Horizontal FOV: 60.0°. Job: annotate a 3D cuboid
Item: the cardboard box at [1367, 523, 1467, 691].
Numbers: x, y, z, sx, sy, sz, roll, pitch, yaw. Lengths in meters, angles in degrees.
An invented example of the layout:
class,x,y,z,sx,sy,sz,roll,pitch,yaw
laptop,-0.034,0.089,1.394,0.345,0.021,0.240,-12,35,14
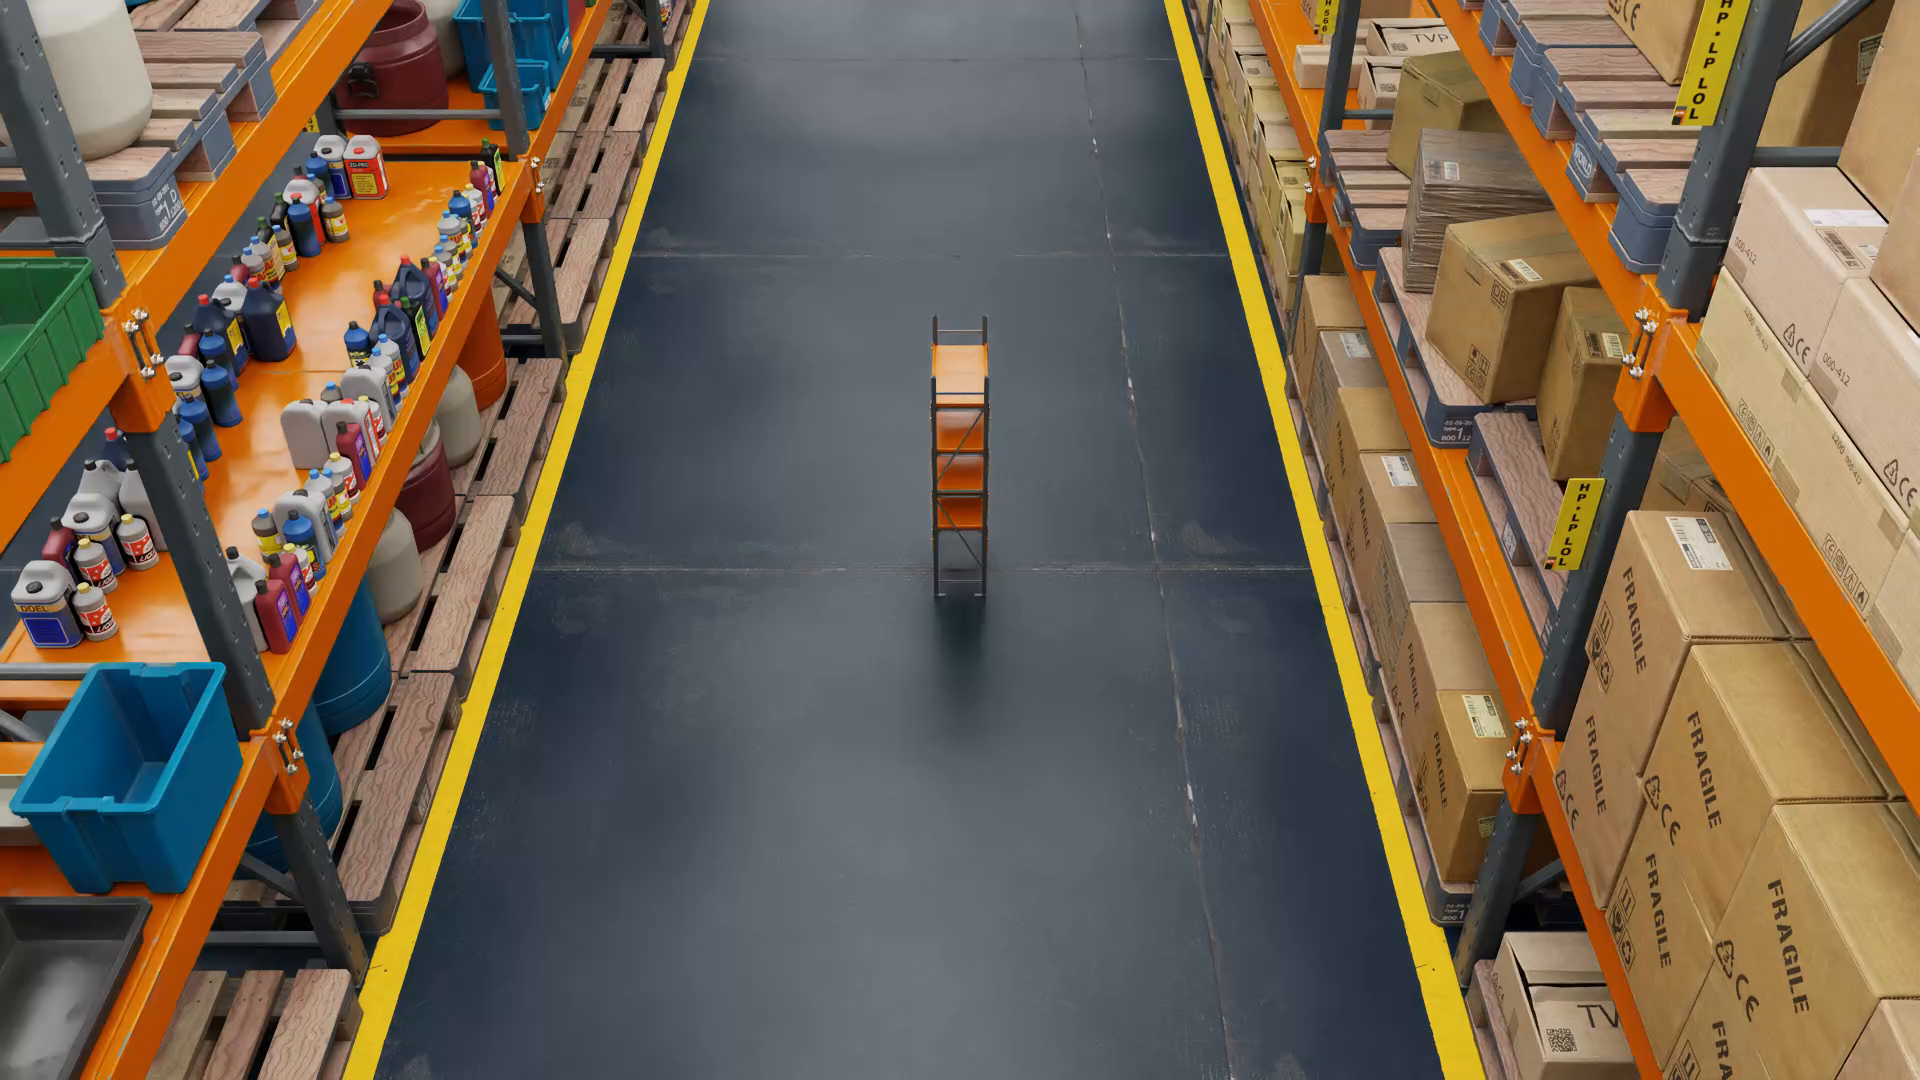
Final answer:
class,x,y,z,sx,sy,sz,roll,pitch,yaw
cardboard box,2.019,0.280,6.895,0.500,0.500,0.500,0,39,1

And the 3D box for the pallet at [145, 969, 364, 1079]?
class,x,y,z,sx,sy,sz,roll,pitch,yaw
pallet,-2.615,1.956,5.386,1.003,0.211,1.213,0,39,0

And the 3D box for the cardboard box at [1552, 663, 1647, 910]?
class,x,y,z,sx,sy,sz,roll,pitch,yaw
cardboard box,2.027,0.687,4.660,0.500,0.500,0.500,1,39,1

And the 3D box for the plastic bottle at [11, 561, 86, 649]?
class,x,y,z,sx,sy,sz,roll,pitch,yaw
plastic bottle,-2.978,0.210,5.433,0.152,0.276,0.135,0,39,0

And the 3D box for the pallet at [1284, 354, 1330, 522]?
class,x,y,z,sx,sy,sz,roll,pitch,yaw
pallet,2.257,-0.539,8.500,1.003,0.211,1.213,0,39,0

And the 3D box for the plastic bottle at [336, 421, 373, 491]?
class,x,y,z,sx,sy,sz,roll,pitch,yaw
plastic bottle,-2.229,-0.331,6.103,0.061,0.283,0.133,0,39,0

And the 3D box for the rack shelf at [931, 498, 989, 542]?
class,x,y,z,sx,sy,sz,roll,pitch,yaw
rack shelf,0.000,-0.157,7.657,0.258,0.148,0.480,0,39,0

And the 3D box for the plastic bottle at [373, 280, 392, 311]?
class,x,y,z,sx,sy,sz,roll,pitch,yaw
plastic bottle,-2.375,-0.964,6.894,0.061,0.283,0.133,0,39,0

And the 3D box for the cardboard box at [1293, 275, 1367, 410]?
class,x,y,z,sx,sy,sz,roll,pitch,yaw
cardboard box,2.009,-1.006,8.499,0.500,0.500,0.500,2,39,2

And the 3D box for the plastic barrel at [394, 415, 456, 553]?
class,x,y,z,sx,sy,sz,roll,pitch,yaw
plastic barrel,-2.640,-0.304,7.569,0.600,0.588,0.708,0,39,0

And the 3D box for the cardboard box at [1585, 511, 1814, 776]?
class,x,y,z,sx,sy,sz,roll,pitch,yaw
cardboard box,2.018,0.273,4.377,0.500,0.500,0.500,1,39,1

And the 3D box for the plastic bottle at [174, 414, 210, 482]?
class,x,y,z,sx,sy,sz,roll,pitch,yaw
plastic bottle,-2.855,-0.343,6.128,0.097,0.271,0.097,0,39,0

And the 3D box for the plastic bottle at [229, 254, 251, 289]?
class,x,y,z,sx,sy,sz,roll,pitch,yaw
plastic bottle,-3.026,-1.054,7.006,0.061,0.283,0.133,0,39,0

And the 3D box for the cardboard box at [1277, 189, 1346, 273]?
class,x,y,z,sx,sy,sz,roll,pitch,yaw
cardboard box,2.047,-1.731,9.172,0.500,0.311,0.500,1,39,1

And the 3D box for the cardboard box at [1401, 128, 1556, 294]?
class,x,y,z,sx,sy,sz,roll,pitch,yaw
cardboard box,2.218,-1.331,6.843,0.700,0.500,0.500,7,39,8

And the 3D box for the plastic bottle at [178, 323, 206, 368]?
class,x,y,z,sx,sy,sz,roll,pitch,yaw
plastic bottle,-3.026,-0.710,6.576,0.061,0.283,0.133,0,39,0

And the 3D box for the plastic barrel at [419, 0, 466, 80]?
class,x,y,z,sx,sy,sz,roll,pitch,yaw
plastic barrel,-2.874,-2.780,8.976,0.421,0.512,0.421,0,39,0

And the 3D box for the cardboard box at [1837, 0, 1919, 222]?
class,x,y,z,sx,sy,sz,roll,pitch,yaw
cardboard box,2.338,-0.889,3.428,0.700,0.500,0.500,0,39,0

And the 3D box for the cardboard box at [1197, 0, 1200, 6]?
class,x,y,z,sx,sy,sz,roll,pitch,yaw
cardboard box,2.080,-4.289,12.812,0.500,0.250,0.500,0,39,0

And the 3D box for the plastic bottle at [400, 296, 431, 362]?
class,x,y,z,sx,sy,sz,roll,pitch,yaw
plastic bottle,-2.230,-0.881,6.790,0.061,0.283,0.133,0,39,0

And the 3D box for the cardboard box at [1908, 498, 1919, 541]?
class,x,y,z,sx,sy,sz,roll,pitch,yaw
cardboard box,2.042,0.030,2.881,0.500,0.250,0.500,0,39,0

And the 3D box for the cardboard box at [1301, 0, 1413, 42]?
class,x,y,z,sx,sy,sz,roll,pitch,yaw
cardboard box,2.276,-3.183,9.488,0.500,0.500,0.500,-2,39,-2

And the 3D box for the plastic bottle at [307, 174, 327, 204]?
class,x,y,z,sx,sy,sz,roll,pitch,yaw
plastic bottle,-3.009,-1.611,7.766,0.097,0.201,0.097,0,39,0

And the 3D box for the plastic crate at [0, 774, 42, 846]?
class,x,y,z,sx,sy,sz,roll,pitch,yaw
plastic crate,-2.797,0.779,4.788,0.396,0.136,0.243,0,39,0

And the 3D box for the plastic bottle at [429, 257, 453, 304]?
class,x,y,z,sx,sy,sz,roll,pitch,yaw
plastic bottle,-2.249,-1.120,7.154,0.097,0.201,0.097,0,39,0

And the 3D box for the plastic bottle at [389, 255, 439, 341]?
class,x,y,z,sx,sy,sz,roll,pitch,yaw
plastic bottle,-2.272,-1.007,6.893,0.144,0.351,0.185,0,39,0

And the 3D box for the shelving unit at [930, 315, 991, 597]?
class,x,y,z,sx,sy,sz,roll,pitch,yaw
shelving unit,0.000,-0.365,7.491,0.258,1.200,0.503,0,39,0

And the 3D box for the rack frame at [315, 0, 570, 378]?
class,x,y,z,sx,sy,sz,roll,pitch,yaw
rack frame,-2.659,-2.093,8.209,1.000,3.000,0.127,0,39,0

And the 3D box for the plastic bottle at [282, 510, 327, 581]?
class,x,y,z,sx,sy,sz,roll,pitch,yaw
plastic bottle,-2.247,0.012,5.684,0.097,0.271,0.097,0,39,0

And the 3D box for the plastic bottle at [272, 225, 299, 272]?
class,x,y,z,sx,sy,sz,roll,pitch,yaw
plastic bottle,-3.008,-1.299,7.377,0.097,0.201,0.097,0,39,0

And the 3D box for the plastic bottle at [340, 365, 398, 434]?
class,x,y,z,sx,sy,sz,roll,pitch,yaw
plastic bottle,-2.275,-0.557,6.391,0.152,0.276,0.135,0,39,0

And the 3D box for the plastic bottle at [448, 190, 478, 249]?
class,x,y,z,sx,sy,sz,roll,pitch,yaw
plastic bottle,-2.250,-1.452,7.512,0.097,0.271,0.097,0,39,0

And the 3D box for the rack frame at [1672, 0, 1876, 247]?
class,x,y,z,sx,sy,sz,roll,pitch,yaw
rack frame,2.299,-1.934,3.213,1.000,3.000,0.127,0,39,0

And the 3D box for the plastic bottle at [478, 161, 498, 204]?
class,x,y,z,sx,sy,sz,roll,pitch,yaw
plastic bottle,-2.250,-1.691,7.866,0.097,0.201,0.097,0,39,0

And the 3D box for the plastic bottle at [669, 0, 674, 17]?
class,x,y,z,sx,sy,sz,roll,pitch,yaw
plastic bottle,-2.254,-4.105,12.546,0.152,0.276,0.135,1,39,2

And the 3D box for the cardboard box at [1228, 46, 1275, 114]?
class,x,y,z,sx,sy,sz,roll,pitch,yaw
cardboard box,2.038,-3.010,10.768,0.500,0.311,0.500,-1,39,-2

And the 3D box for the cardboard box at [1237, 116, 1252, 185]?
class,x,y,z,sx,sy,sz,roll,pitch,yaw
cardboard box,2.045,-2.473,10.545,0.500,0.250,0.500,1,39,1

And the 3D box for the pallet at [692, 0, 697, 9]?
class,x,y,z,sx,sy,sz,roll,pitch,yaw
pallet,-2.627,-4.691,13.681,1.003,0.211,1.213,0,39,0

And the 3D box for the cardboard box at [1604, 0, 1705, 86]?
class,x,y,z,sx,sy,sz,roll,pitch,yaw
cardboard box,2.348,-1.738,4.872,0.600,0.600,0.600,0,39,-1

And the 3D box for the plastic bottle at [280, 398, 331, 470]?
class,x,y,z,sx,sy,sz,roll,pitch,yaw
plastic bottle,-2.427,-0.412,6.210,0.152,0.276,0.135,0,39,0

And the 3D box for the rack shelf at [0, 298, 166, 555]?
class,x,y,z,sx,sy,sz,roll,pitch,yaw
rack shelf,-2.652,0.769,2.814,1.077,0.370,4.000,0,39,0

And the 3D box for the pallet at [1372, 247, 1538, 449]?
class,x,y,z,sx,sy,sz,roll,pitch,yaw
pallet,2.301,-0.803,6.753,1.003,0.211,1.213,0,39,0

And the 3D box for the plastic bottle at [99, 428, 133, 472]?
class,x,y,z,sx,sy,sz,roll,pitch,yaw
plastic bottle,-2.983,-0.263,5.964,0.144,0.351,0.185,0,39,0

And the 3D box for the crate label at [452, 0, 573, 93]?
class,x,y,z,sx,sy,sz,roll,pitch,yaw
crate label,-2.390,-2.728,8.973,0.502,0.435,0.616,0,39,0

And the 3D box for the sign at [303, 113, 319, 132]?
class,x,y,z,sx,sy,sz,roll,pitch,yaw
sign,-3.209,-2.152,8.152,0.100,0.325,0.005,0,39,0

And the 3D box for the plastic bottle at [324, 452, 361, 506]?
class,x,y,z,sx,sy,sz,roll,pitch,yaw
plastic bottle,-2.247,-0.227,6.039,0.097,0.201,0.097,0,39,0

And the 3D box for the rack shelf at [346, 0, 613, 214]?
class,x,y,z,sx,sy,sz,roll,pitch,yaw
rack shelf,-2.661,-3.063,9.994,1.077,0.370,4.000,0,39,0

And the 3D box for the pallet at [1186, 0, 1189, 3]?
class,x,y,z,sx,sy,sz,roll,pitch,yaw
pallet,2.326,-4.770,13.779,1.003,0.211,1.213,0,39,0

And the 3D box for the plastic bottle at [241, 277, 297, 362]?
class,x,y,z,sx,sy,sz,roll,pitch,yaw
plastic bottle,-2.832,-0.920,6.785,0.144,0.351,0.185,0,39,0

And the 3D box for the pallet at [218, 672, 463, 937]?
class,x,y,z,sx,sy,sz,roll,pitch,yaw
pallet,-2.614,1.014,6.562,1.003,0.211,1.213,0,39,0

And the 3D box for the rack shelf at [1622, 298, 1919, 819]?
class,x,y,z,sx,sy,sz,roll,pitch,yaw
rack shelf,2.301,0.768,2.815,1.077,0.370,4.000,0,39,0
